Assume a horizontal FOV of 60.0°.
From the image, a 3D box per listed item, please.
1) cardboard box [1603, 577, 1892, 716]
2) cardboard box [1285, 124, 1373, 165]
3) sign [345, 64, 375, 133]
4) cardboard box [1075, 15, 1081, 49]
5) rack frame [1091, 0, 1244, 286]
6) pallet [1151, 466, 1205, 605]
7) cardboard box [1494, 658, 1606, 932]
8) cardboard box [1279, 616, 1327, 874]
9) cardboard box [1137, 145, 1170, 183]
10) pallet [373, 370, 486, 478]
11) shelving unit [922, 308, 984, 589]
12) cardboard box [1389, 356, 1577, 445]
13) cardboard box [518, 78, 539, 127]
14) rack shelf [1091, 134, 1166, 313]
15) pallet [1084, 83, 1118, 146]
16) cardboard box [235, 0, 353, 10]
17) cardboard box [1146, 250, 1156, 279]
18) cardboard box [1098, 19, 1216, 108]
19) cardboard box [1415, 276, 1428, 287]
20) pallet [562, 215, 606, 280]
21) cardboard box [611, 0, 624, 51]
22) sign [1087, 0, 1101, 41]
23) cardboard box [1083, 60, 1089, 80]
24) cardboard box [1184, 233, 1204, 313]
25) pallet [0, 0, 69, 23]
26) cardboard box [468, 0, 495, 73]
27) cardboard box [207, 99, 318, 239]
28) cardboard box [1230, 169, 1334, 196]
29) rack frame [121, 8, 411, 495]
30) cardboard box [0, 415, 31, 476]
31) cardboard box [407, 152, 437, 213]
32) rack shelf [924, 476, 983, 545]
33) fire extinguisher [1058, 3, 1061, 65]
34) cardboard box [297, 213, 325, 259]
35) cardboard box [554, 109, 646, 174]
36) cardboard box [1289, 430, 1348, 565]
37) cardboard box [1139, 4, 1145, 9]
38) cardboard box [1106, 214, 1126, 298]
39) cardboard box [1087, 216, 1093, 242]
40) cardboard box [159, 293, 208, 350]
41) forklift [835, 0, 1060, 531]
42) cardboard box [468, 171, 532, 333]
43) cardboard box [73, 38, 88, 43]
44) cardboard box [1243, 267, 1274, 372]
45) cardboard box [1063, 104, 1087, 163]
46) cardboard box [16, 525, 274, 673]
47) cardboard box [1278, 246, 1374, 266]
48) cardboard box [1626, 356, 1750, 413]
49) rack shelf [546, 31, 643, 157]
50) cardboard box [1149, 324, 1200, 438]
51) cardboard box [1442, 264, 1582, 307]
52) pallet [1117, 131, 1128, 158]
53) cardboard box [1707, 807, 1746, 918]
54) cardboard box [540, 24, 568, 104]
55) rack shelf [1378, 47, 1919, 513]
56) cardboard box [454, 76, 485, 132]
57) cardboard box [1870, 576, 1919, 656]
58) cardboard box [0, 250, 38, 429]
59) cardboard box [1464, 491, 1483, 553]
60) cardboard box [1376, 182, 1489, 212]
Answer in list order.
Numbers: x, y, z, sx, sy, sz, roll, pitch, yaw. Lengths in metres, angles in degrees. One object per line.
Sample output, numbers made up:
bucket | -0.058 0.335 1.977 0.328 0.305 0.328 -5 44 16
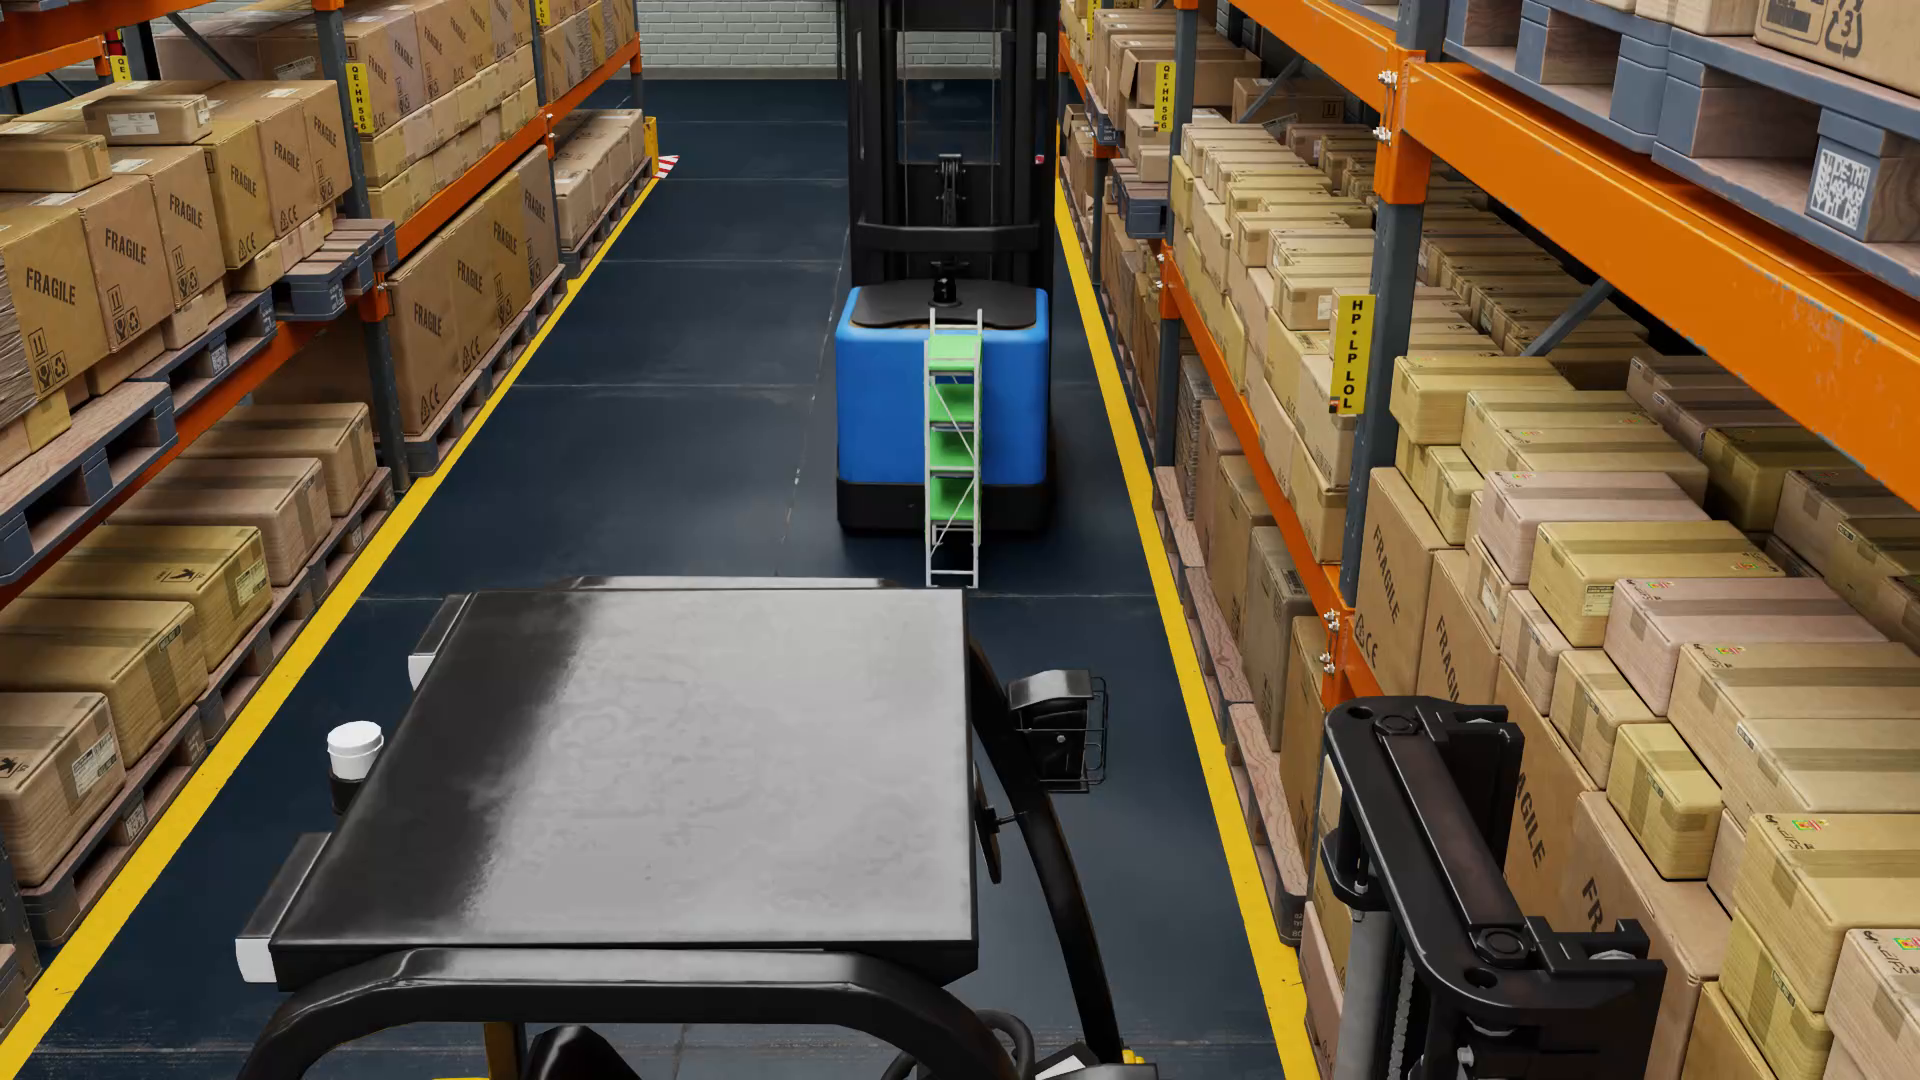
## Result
cardboard box | 1.377 0.185 2.931 0.380 0.149 0.250 0 24 -1
cardboard box | 1.739 -1.858 7.809 0.380 0.149 0.250 1 24 1
sign | -2.888 -2.124 7.996 0.100 0.325 0.005 0 24 -1
cardboard box | 1.223 -4.198 13.713 0.500 0.250 0.500 -1 24 -2
rack frame | 1.489 -3.298 11.902 1.000 3.000 0.127 0 24 -1
pallet | 1.503 -0.040 8.082 1.003 0.211 1.213 0 24 -1
cardboard box | 1.349 0.560 3.250 0.500 0.500 0.500 0 24 -1
cardboard box | 1.560 0.674 5.491 0.875 0.625 0.625 1 24 2
cardboard box | 1.142 -1.996 8.817 0.380 0.149 0.250 0 24 0
pallet | -3.364 -0.681 9.498 1.003 0.211 1.213 0 24 -1
shelving unit | -0.027 -0.422 7.728 0.258 1.200 0.503 1 24 2
cardboard box | 1.283 -0.345 4.104 0.380 0.149 0.250 0 24 1
cardboard box | -3.217 -3.022 11.474 0.500 0.250 0.500 -1 24 -2
rack shelf | 1.511 -2.146 10.228 1.077 0.370 4.000 0 24 -1
pallet | 1.389 -2.881 11.212 1.003 0.211 1.213 0 24 -1
cardboard box | -3.710 -2.755 9.367 0.500 0.500 0.500 0 24 -1
cardboard box | 1.321 -1.633 9.957 0.380 0.149 0.250 -1 24 -1
cardboard box | 1.277 -3.121 10.880 0.700 0.500 0.500 0 24 0
cardboard box | 1.838 -0.790 5.932 0.500 0.250 0.500 -1 24 -2
pallet | -3.404 -2.317 13.117 1.003 0.211 1.213 0 24 -1
cardboard box | -3.257 -4.563 14.579 0.500 0.500 0.500 -1 24 -2
sign | 0.947 -3.687 11.711 0.100 0.325 0.005 0 24 -1
cardboard box | 1.175 -3.741 13.187 0.380 0.149 0.250 -1 24 -1
cardboard box | 1.294 -1.190 7.423 0.500 0.250 0.500 -1 24 -2
pallet | -3.287 -1.514 4.545 1.213 0.211 1.003 0 24 -1
cardboard box | -3.219 -3.170 10.285 0.500 0.500 0.500 0 24 1
cardboard box | -3.131 -1.599 7.154 0.500 0.500 0.500 -1 24 -1
cardboard box | 1.323 -1.431 6.866 0.380 0.149 0.250 0 24 0
rack frame | -3.430 -1.626 8.205 1.000 3.000 0.127 0 24 -1
cardboard box | -3.077 -0.284 5.032 0.380 0.149 0.250 0 24 0
cardboard box | -3.207 -1.972 9.152 0.500 0.250 0.500 -1 24 -2
rack shelf | -0.027 -0.145 7.853 0.258 0.148 0.480 1 24 2
fire extinguisher | 0.982 -4.800 15.768 0.296 0.674 0.183 0 24 -1
cardboard box | -3.069 -1.355 7.401 0.380 0.149 0.250 0 24 -1
cardboard box | -3.410 -3.675 15.335 0.875 0.438 0.875 -1 24 -2
cardboard box | 1.310 -0.140 5.101 0.500 0.250 0.500 0 24 1
cardboard box | 1.721 -4.408 14.178 0.500 0.250 0.500 1 24 1
cardboard box | 1.285 -1.931 11.402 0.500 0.500 0.500 -1 24 -1
cardboard box | 1.190 -2.419 12.907 0.380 0.149 0.250 -1 24 -2
cardboard box | -3.063 -0.821 6.220 0.380 0.149 0.250 1 24 1
forklift | -0.031 -1.945 8.994 1.130 2.935 3.031 1 24 2
cardboard box | -3.370 -1.870 10.813 0.875 0.875 0.875 0 24 1
cardboard box | -8.180 -4.611 15.110 0.380 0.149 0.250 0 24 0
cardboard box | 1.303 -0.785 5.920 0.500 0.250 0.500 0 24 0
cardboard box | 1.358 -3.748 15.416 0.797 0.503 0.637 -1 24 -3
cardboard box | -3.415 0.230 6.782 0.950 0.372 0.625 1 24 1
cardboard box | 1.304 -0.906 5.704 0.380 0.149 0.250 -1 24 -2
cardboard box | 1.882 -0.348 4.110 0.380 0.149 0.250 0 24 0
rack shelf | -3.496 -3.770 13.820 1.077 0.370 4.000 0 24 -1
cardboard box | 1.314 -0.875 9.069 0.500 0.500 0.500 0 24 1
cardboard box | 1.811 -0.807 5.486 0.380 0.149 0.250 0 24 -1
pallet | 1.507 -2.364 10.069 1.003 0.211 1.213 0 24 -1
cardboard box | 1.385 0.532 2.524 0.380 0.149 0.250 0 24 -1
cardboard box | -3.217 -3.514 12.259 0.500 0.500 0.500 1 24 1
rack shelf | 1.599 -0.216 2.321 1.077 0.370 4.000 0 24 -1
cardboard box | -3.179 -2.623 9.984 0.500 0.250 0.500 0 24 0
cardboard box | 1.864 0.180 2.943 0.380 0.149 0.250 -1 24 -1
cardboard box | -3.105 -0.544 4.822 0.500 0.500 0.500 0 24 1
cardboard box | 1.352 0.004 3.693 0.380 0.149 0.250 0 24 -1
cardboard box | 1.879 -1.332 6.647 0.380 0.149 0.250 -1 24 -1
